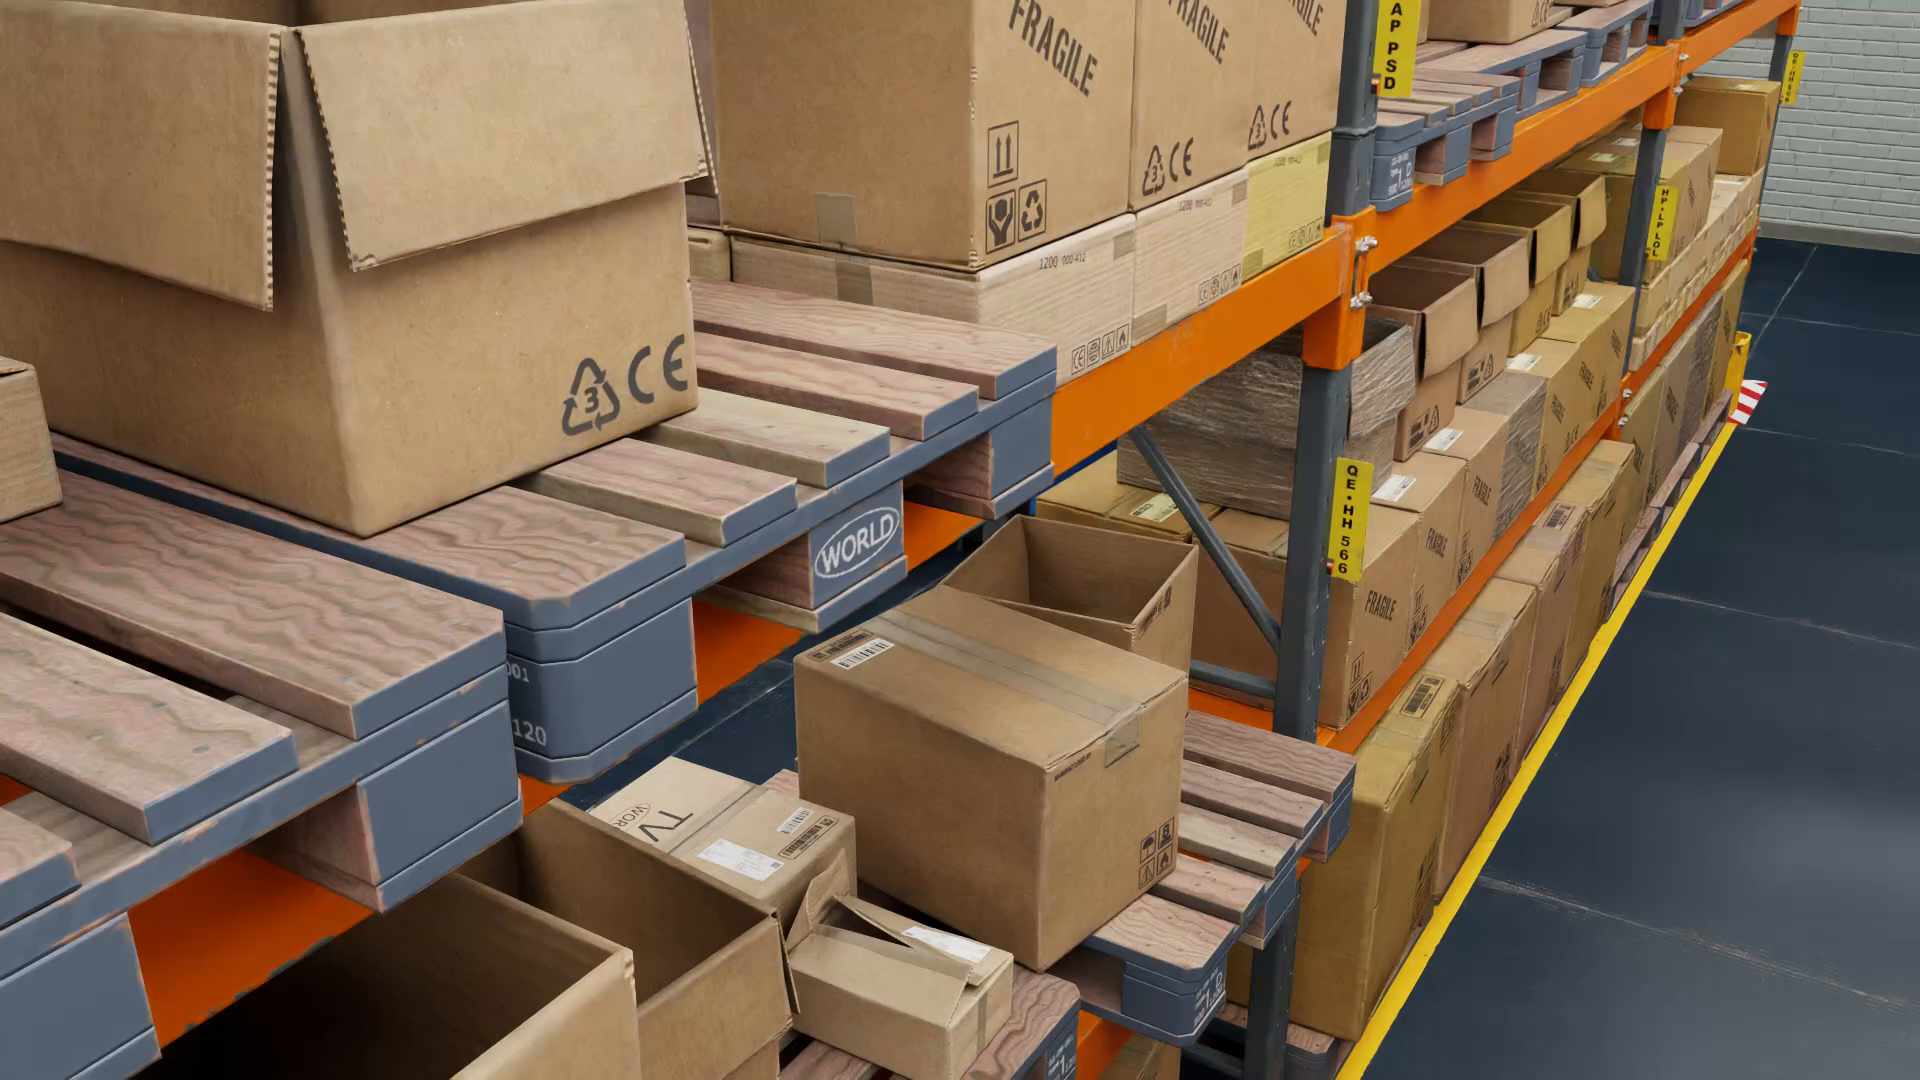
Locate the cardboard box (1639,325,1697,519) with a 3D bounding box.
[{"bbox_3d":[3.522,-0.743,9.337,0.875,0.875,0.875,14,27,29],"label":"cardboard box"}]

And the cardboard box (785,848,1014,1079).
[{"bbox_3d":[-0.129,0.823,3.214,0.396,0.266,0.258,13,27,27],"label":"cardboard box"}]

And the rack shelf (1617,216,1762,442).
[{"bbox_3d":[3.687,-1.360,9.523,1.077,0.370,4.000,14,27,29],"label":"rack shelf"}]

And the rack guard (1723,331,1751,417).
[{"bbox_3d":[4.754,-1.227,11.454,1.175,0.500,0.348,14,27,29],"label":"rack guard"}]

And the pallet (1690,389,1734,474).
[{"bbox_3d":[4.386,-0.800,10.832,1.003,0.211,1.213,14,27,29],"label":"pallet"}]

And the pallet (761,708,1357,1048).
[{"bbox_3d":[0.236,0.685,4.133,1.213,0.211,1.003,14,27,29],"label":"pallet"}]

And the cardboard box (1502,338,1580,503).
[{"bbox_3d":[2.080,-0.503,6.510,0.500,0.500,0.500,14,27,28],"label":"cardboard box"}]

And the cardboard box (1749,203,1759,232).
[{"bbox_3d":[4.833,-2.061,10.552,0.380,0.149,0.250,14,27,30],"label":"cardboard box"}]

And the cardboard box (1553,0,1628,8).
[{"bbox_3d":[2.334,-2.433,6.664,0.700,0.500,0.500,15,27,30],"label":"cardboard box"}]

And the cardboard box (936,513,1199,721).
[{"bbox_3d":[0.271,0.286,4.158,0.500,0.500,0.500,10,25,23],"label":"cardboard box"}]

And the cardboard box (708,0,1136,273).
[{"bbox_3d":[-0.053,-0.765,2.710,0.500,0.500,0.500,14,27,30],"label":"cardboard box"}]

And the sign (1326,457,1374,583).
[{"bbox_3d":[0.988,-0.050,4.232,0.100,0.325,0.005,14,27,29],"label":"sign"}]

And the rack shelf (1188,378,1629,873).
[{"bbox_3d":[1.577,-0.010,6.404,1.077,0.370,4.000,14,27,29],"label":"rack shelf"}]

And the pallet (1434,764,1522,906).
[{"bbox_3d":[1.646,0.954,6.781,1.003,0.211,1.213,14,27,29],"label":"pallet"}]

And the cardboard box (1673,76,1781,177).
[{"bbox_3d":[4.708,-2.558,10.254,0.500,0.500,0.500,14,27,30],"label":"cardboard box"}]

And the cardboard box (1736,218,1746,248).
[{"bbox_3d":[4.564,-1.888,10.152,0.380,0.149,0.250,14,27,29],"label":"cardboard box"}]

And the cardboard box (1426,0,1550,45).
[{"bbox_3d":[1.581,-1.976,5.605,0.797,0.503,0.637,13,27,28],"label":"cardboard box"}]

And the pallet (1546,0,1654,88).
[{"bbox_3d":[2.190,-1.985,6.524,0.805,0.209,1.217,13,26,27],"label":"pallet"}]

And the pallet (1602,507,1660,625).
[{"bbox_3d":[3.099,0.024,8.929,1.003,0.211,1.213,14,27,29],"label":"pallet"}]

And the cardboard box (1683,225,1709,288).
[{"bbox_3d":[3.637,-1.530,8.822,0.500,0.250,0.500,15,27,30],"label":"cardboard box"}]

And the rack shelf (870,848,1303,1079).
[{"bbox_3d":[-0.533,1.340,3.285,1.077,0.370,4.000,14,27,29],"label":"rack shelf"}]

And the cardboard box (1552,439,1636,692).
[{"bbox_3d":[2.311,-0.013,7.650,1.225,0.875,0.875,14,27,29],"label":"cardboard box"}]

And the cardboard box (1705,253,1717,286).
[{"bbox_3d":[4.027,-1.545,9.360,0.380,0.149,0.250,14,27,30],"label":"cardboard box"}]

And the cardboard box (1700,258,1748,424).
[{"bbox_3d":[4.472,-1.351,10.740,0.875,0.875,0.875,14,27,29],"label":"cardboard box"}]

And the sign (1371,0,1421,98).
[{"bbox_3d":[0.982,-1.165,3.739,0.100,0.325,0.005,14,27,29],"label":"sign"}]

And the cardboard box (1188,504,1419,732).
[{"bbox_3d":[1.009,0.182,4.929,0.500,0.500,0.500,15,27,30],"label":"cardboard box"}]

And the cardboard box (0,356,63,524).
[{"bbox_3d":[-1.177,-0.161,1.712,0.396,0.266,0.258,15,28,31],"label":"cardboard box"}]

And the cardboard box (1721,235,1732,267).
[{"bbox_3d":[4.296,-1.716,9.755,0.380,0.149,0.250,13,27,28],"label":"cardboard box"}]

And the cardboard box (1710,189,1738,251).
[{"bbox_3d":[4.175,-1.871,9.611,0.500,0.250,0.500,13,27,27],"label":"cardboard box"}]

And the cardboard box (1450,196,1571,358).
[{"bbox_3d":[1.930,-1.075,6.570,0.797,0.503,0.637,14,27,30],"label":"cardboard box"}]

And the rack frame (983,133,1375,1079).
[{"bbox_3d":[0.522,0.334,4.702,1.000,3.000,0.127,14,27,29],"label":"rack frame"}]

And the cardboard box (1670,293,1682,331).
[{"bbox_3d":[3.484,-1.197,8.556,0.380,0.149,0.250,13,27,28],"label":"cardboard box"}]

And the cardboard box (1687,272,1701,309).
[{"bbox_3d":[3.753,-1.368,8.951,0.380,0.149,0.250,14,27,30],"label":"cardboard box"}]

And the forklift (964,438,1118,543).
[{"bbox_3d":[1.028,-1.748,9.597,1.130,2.935,3.031,21,31,39],"label":"forklift"}]

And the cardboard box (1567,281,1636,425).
[{"bbox_3d":[2.617,-0.846,7.304,0.500,0.500,0.500,14,27,29],"label":"cardboard box"}]

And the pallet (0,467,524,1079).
[{"bbox_3d":[-1.172,0.208,1.454,1.213,0.211,1.003,14,27,29],"label":"pallet"}]

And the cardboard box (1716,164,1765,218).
[{"bbox_3d":[4.711,-2.214,10.403,0.500,0.250,0.500,13,27,28],"label":"cardboard box"}]

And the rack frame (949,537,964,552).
[{"bbox_3d":[-0.132,-0.681,8.936,0.400,1.500,0.023,21,31,39],"label":"rack frame"}]

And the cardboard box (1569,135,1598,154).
[{"bbox_3d":[2.915,-1.807,8.519,0.500,0.500,0.500,14,27,29],"label":"cardboard box"}]

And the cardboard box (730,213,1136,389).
[{"bbox_3d":[-0.038,-0.422,2.863,0.500,0.250,0.500,15,27,30],"label":"cardboard box"}]

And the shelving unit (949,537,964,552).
[{"bbox_3d":[-0.384,-0.576,8.692,0.431,1.500,0.755,21,31,39],"label":"shelving unit"}]

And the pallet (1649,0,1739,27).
[{"bbox_3d":[3.072,-2.625,7.875,1.003,0.211,1.213,14,27,29],"label":"pallet"}]

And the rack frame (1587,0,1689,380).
[{"bbox_3d":[2.632,-1.016,7.820,1.000,3.000,0.127,14,27,29],"label":"rack frame"}]

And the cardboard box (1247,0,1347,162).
[{"bbox_3d":[0.482,-1.104,3.494,0.500,0.500,0.500,15,27,30],"label":"cardboard box"}]

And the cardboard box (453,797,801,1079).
[{"bbox_3d":[-0.752,0.840,2.875,0.797,0.503,0.637,17,29,34],"label":"cardboard box"}]

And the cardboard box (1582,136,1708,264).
[{"bbox_3d":[3.368,-1.700,8.272,0.500,0.500,0.500,14,27,29],"label":"cardboard box"}]

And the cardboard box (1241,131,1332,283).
[{"bbox_3d":[0.479,-0.761,3.646,0.500,0.250,0.500,14,27,29],"label":"cardboard box"}]

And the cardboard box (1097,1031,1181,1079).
[{"bbox_3d":[0.185,1.510,4.579,0.700,0.500,0.500,12,26,26],"label":"cardboard box"}]

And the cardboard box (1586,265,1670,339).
[{"bbox_3d":[3.102,-1.187,8.031,0.500,0.250,0.500,13,27,28],"label":"cardboard box"}]

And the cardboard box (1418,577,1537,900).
[{"bbox_3d":[1.380,0.589,6.260,1.225,0.875,0.875,14,27,29],"label":"cardboard box"}]

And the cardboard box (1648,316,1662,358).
[{"bbox_3d":[3.209,-1.019,8.145,0.380,0.149,0.250,13,27,27],"label":"cardboard box"}]

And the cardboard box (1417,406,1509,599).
[{"bbox_3d":[1.547,-0.167,5.733,0.500,0.500,0.500,13,27,28],"label":"cardboard box"}]

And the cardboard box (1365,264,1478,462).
[{"bbox_3d":[1.267,-0.635,5.552,0.797,0.503,0.637,15,27,30],"label":"cardboard box"}]
